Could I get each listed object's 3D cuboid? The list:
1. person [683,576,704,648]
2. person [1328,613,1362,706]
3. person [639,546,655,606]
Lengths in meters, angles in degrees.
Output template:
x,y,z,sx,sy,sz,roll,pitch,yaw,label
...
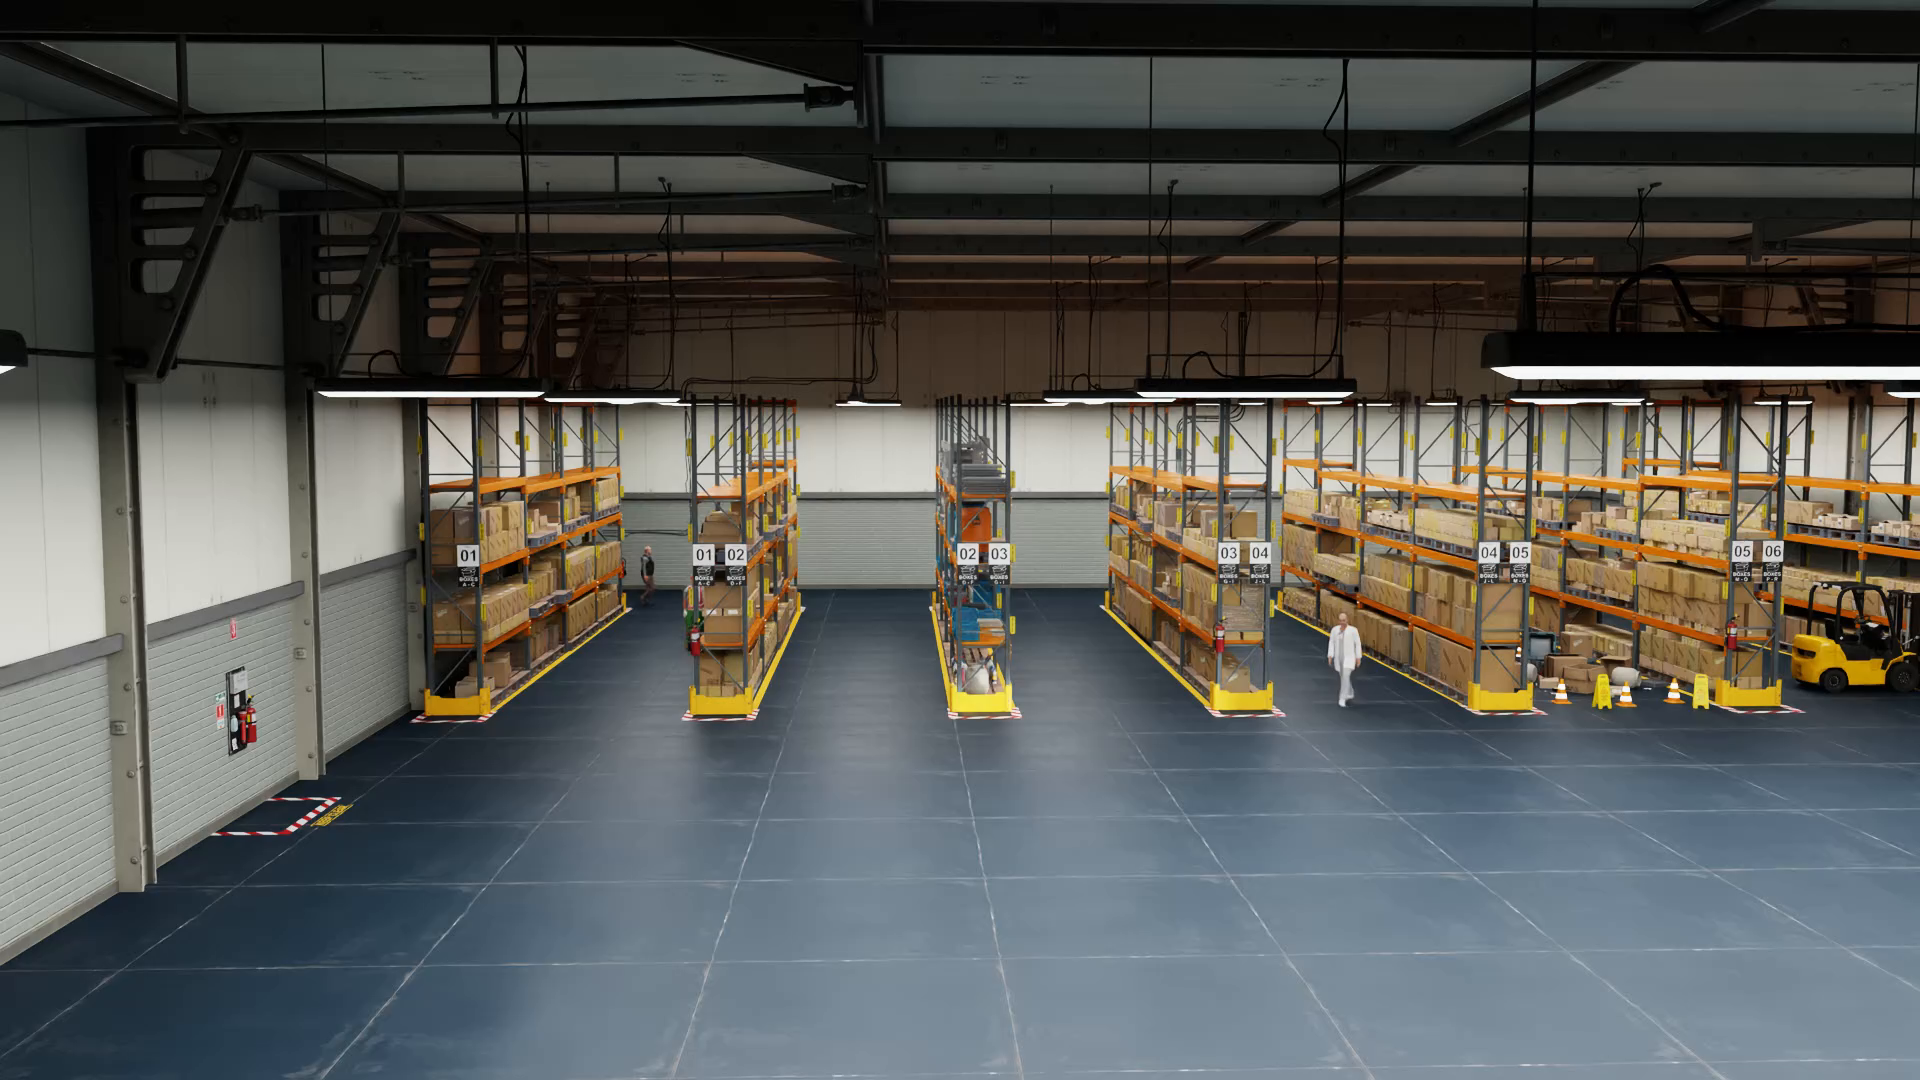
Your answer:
x,y,z,sx,sy,sz,roll,pitch,yaw,label
-6.354,1.686,39.896,0.625,1.718,1.054,0,4,-1,person
7.430,2.290,32.242,0.608,1.735,1.017,4,6,42,person
-9.087,1.044,48.327,0.460,1.718,0.560,0,5,-6,person
